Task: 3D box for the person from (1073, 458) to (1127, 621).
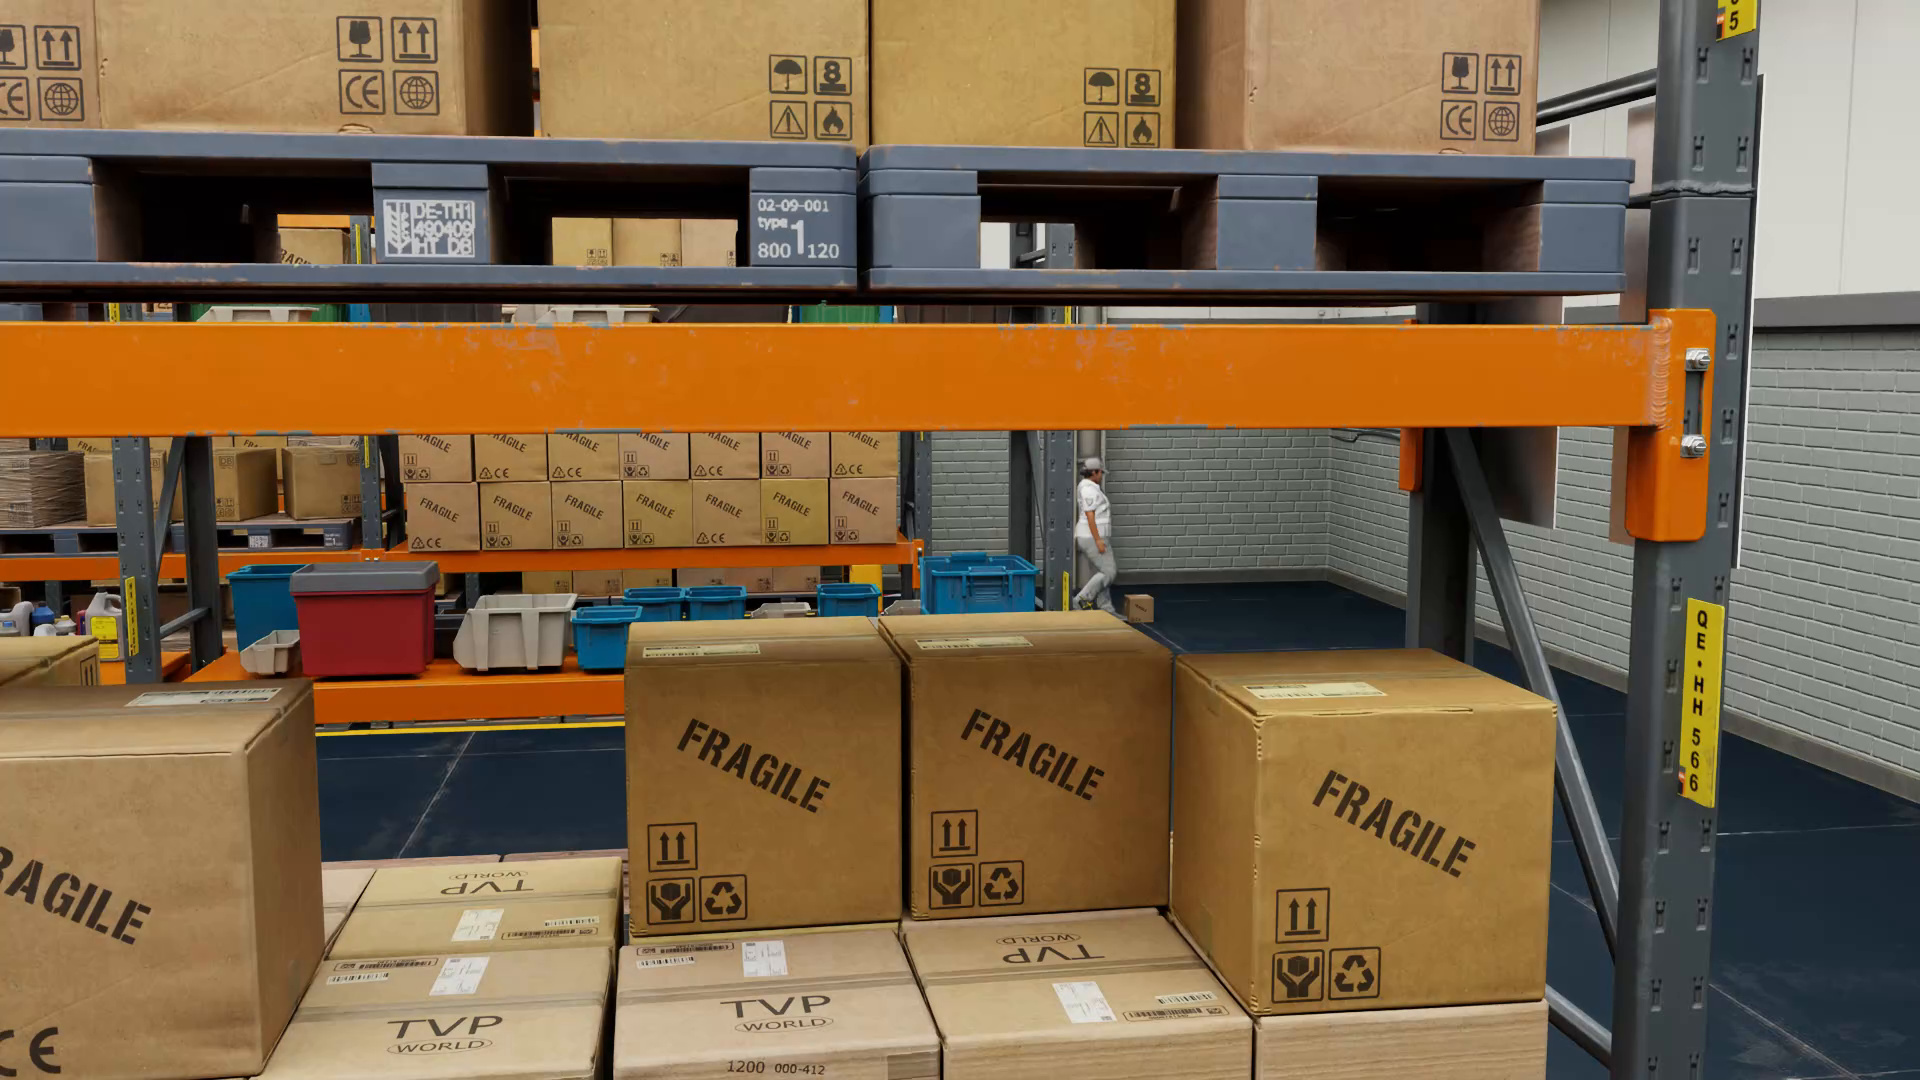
[{"bbox_3d":[1.413,0.003,16.775,0.602,1.653,0.533,0,7,0],"label":"person"}]
